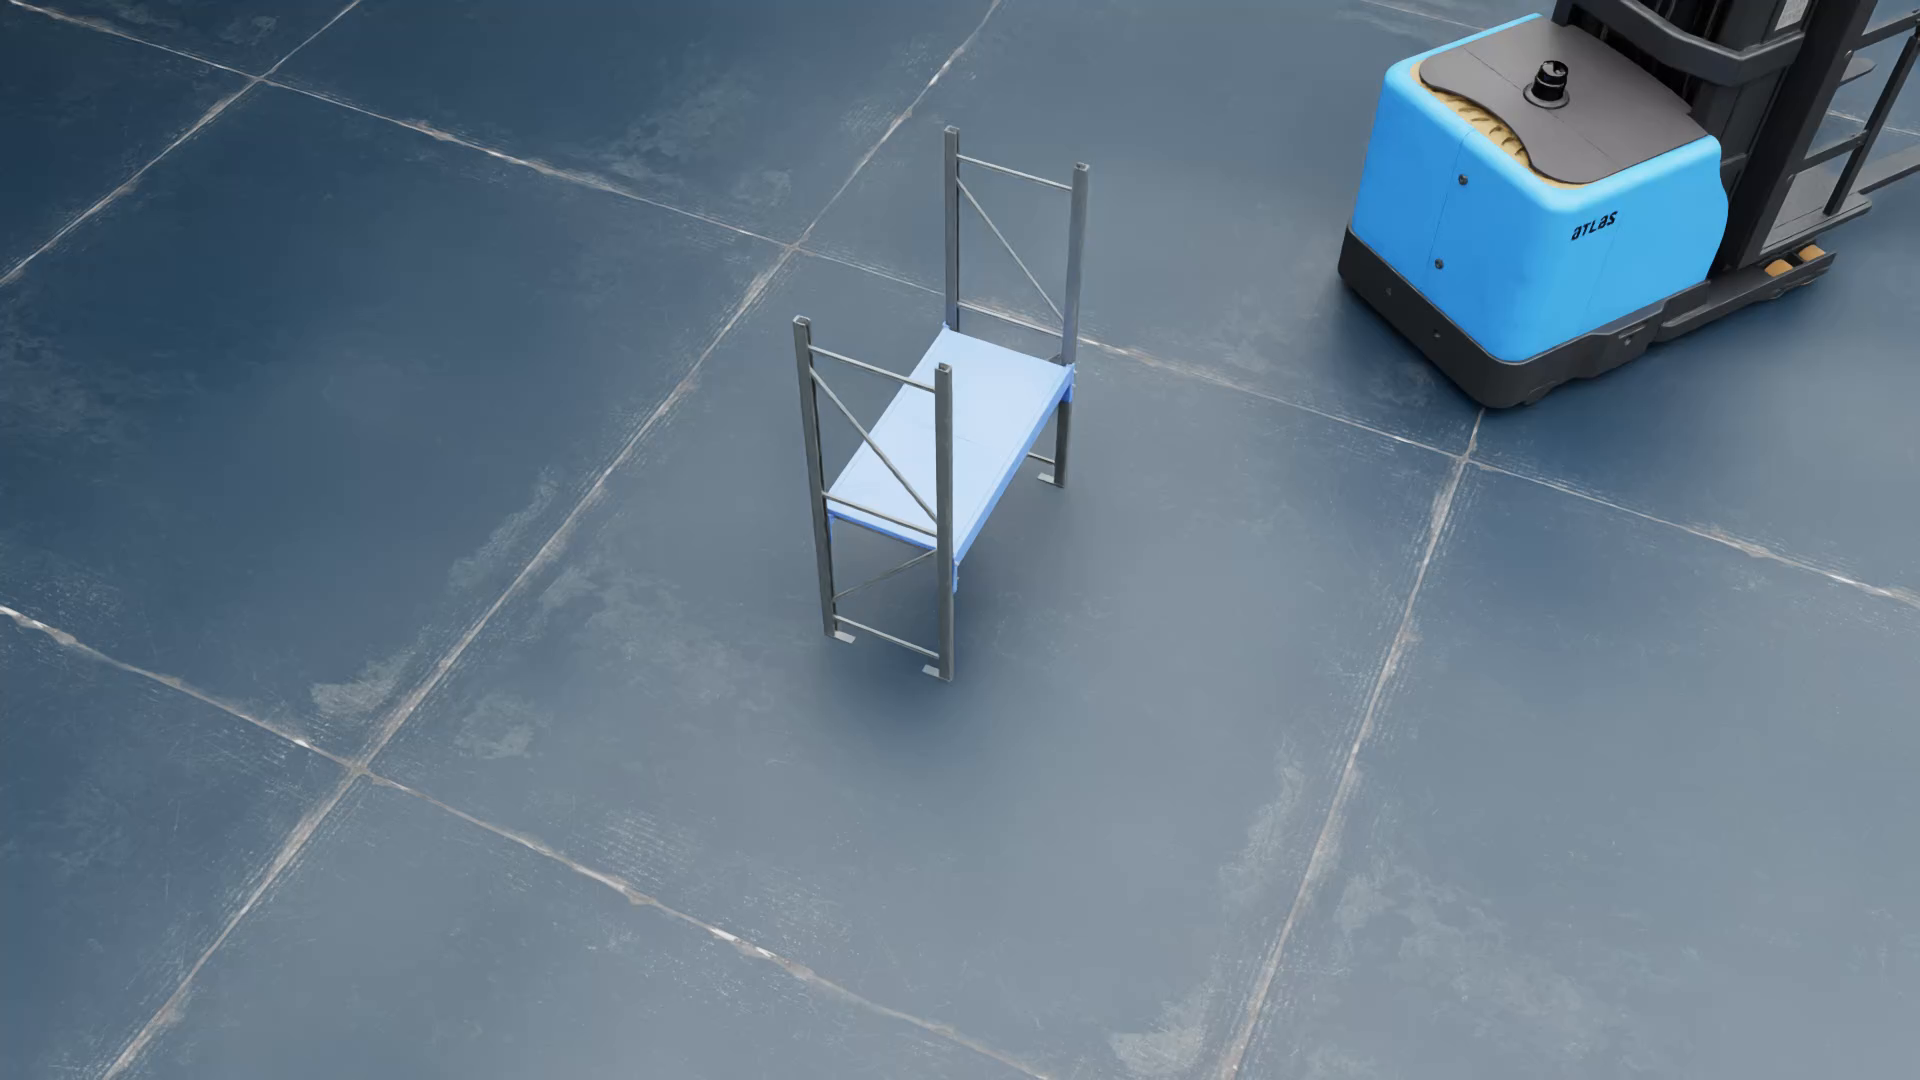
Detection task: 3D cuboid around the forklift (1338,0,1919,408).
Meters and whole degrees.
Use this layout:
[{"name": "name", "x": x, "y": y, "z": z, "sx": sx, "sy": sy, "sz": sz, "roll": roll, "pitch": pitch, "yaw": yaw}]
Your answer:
[{"name": "forklift", "x": 3.160, "y": -2.311, "z": 6.292, "sx": 3.031, "sy": 2.935, "sz": 1.130, "roll": -23, "pitch": 53, "yaw": -19}]

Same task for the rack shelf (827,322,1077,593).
[{"name": "rack shelf", "x": -0.036, "y": -0.311, "z": 5.766, "sx": 0.538, "sy": 0.185, "sz": 1.000, "roll": 20, "pitch": 52, "yaw": 16}]

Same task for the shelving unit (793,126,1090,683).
[{"name": "shelving unit", "x": -0.036, "y": -0.427, "z": 5.629, "sx": 0.538, "sy": 1.500, "sz": 1.048, "roll": 20, "pitch": 52, "yaw": 16}]

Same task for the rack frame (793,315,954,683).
[{"name": "rack frame", "x": -0.254, "y": -0.077, "z": 5.331, "sx": 0.500, "sy": 1.500, "sz": 0.032, "roll": 20, "pitch": 52, "yaw": 16}]

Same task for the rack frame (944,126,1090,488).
[{"name": "rack frame", "x": 0.181, "y": -0.777, "z": 5.927, "sx": 0.500, "sy": 1.500, "sz": 0.032, "roll": 20, "pitch": 52, "yaw": 16}]
